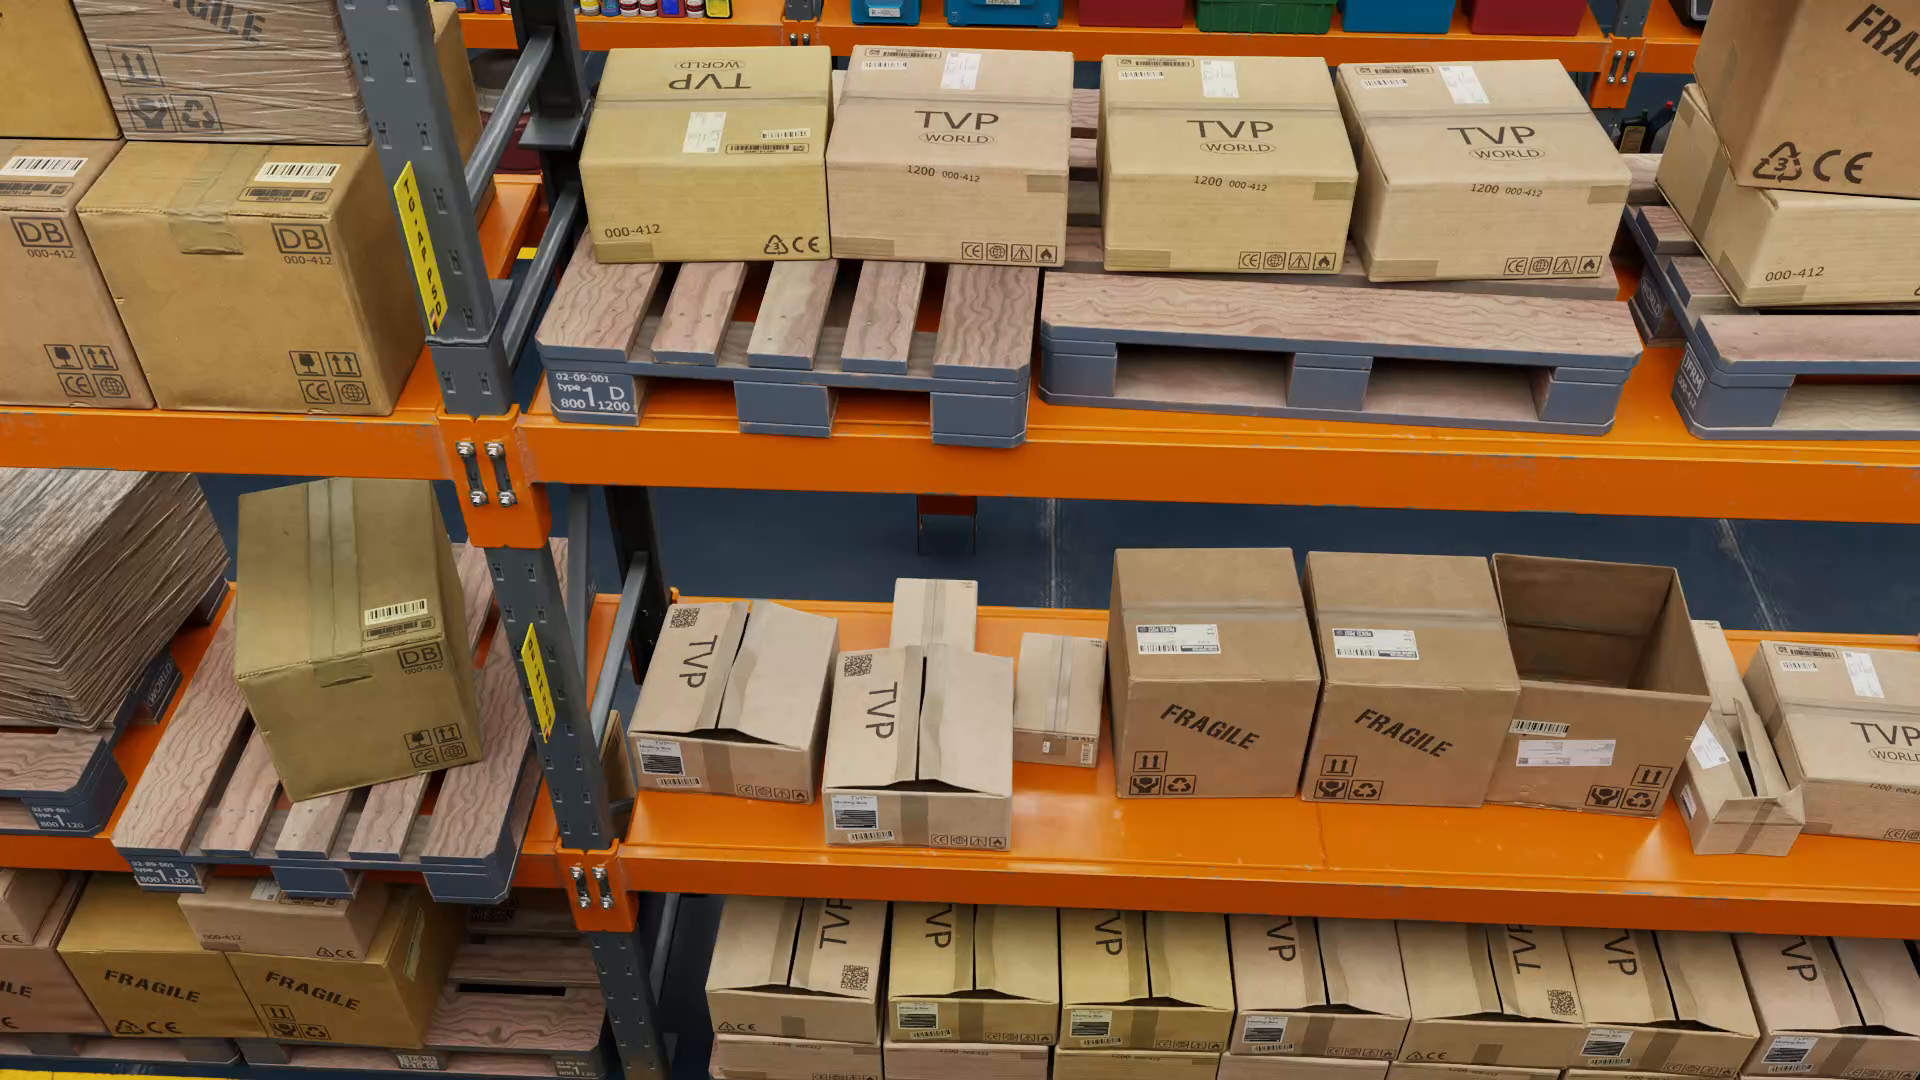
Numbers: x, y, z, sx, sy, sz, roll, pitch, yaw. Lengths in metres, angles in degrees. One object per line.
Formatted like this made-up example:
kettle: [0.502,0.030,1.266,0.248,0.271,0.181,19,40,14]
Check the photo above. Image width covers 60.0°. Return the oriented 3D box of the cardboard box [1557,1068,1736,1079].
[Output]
cardboard box: [2.073,1.511,5.221,0.500,0.250,0.500,1,43,1]

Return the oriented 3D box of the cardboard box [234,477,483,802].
cardboard box: [-1.625,0.235,4.501,0.500,0.500,0.700,-12,44,-12]

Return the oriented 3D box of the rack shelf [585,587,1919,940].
rack shelf: [1.008,0.693,4.919,4.000,0.370,1.077,2,43,2]

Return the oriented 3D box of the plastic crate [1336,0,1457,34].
plastic crate: [2.116,-2.698,8.043,0.575,0.384,0.392,2,43,2]

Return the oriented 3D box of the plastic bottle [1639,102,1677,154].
plastic bottle: [3.889,-2.250,9.171,0.185,0.351,0.144,1,43,1]

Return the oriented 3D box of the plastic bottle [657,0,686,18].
plastic bottle: [-1.417,-2.691,8.109,0.133,0.283,0.061,2,43,2]

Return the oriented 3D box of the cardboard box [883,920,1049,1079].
cardboard box: [0.022,1.452,5.286,0.500,0.250,0.500,1,43,1]

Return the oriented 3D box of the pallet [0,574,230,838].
pallet: [-2.933,0.382,4.866,1.213,0.211,1.003,2,43,2]

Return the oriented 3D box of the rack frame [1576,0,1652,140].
rack frame: [3.232,-2.882,8.228,0.127,3.000,1.000,2,43,2]

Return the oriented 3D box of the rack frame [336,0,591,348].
rack frame: [-0.990,-1.827,2.695,0.127,3.000,1.000,2,43,2]

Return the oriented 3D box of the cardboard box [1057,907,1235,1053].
cardboard box: [0.554,1.259,5.081,0.500,0.311,0.500,1,43,1]

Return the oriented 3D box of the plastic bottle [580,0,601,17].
plastic bottle: [-1.824,-2.686,8.164,0.097,0.201,0.097,0,43,0]

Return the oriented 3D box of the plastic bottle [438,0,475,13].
plastic bottle: [-2.486,-2.777,8.152,0.185,0.351,0.144,2,43,2]

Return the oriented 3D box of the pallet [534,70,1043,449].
pallet: [-0.308,-0.700,3.824,1.003,0.211,1.213,4,43,4]

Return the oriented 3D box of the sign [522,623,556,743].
sign: [-1.005,0.343,3.975,0.005,0.325,0.100,2,43,2]

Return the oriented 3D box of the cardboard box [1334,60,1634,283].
cardboard box: [1.098,-0.806,3.601,0.500,0.250,0.500,-2,43,-2]

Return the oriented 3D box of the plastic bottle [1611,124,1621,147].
plastic bottle: [3.609,-2.220,9.248,0.097,0.201,0.097,0,43,0]

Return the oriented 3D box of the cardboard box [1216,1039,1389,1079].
cardboard box: [1.054,1.479,5.256,0.500,0.250,0.500,3,43,3]

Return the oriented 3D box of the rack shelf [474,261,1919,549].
rack shelf: [1.008,-0.405,3.896,4.000,0.370,1.077,2,43,2]

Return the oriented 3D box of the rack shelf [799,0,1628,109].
rack shelf: [1.234,-2.680,8.539,4.000,0.370,1.077,2,43,2]

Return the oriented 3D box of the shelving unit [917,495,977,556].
shelving unit: [-0.053,-0.386,6.979,0.252,1.050,0.215,2,43,2]

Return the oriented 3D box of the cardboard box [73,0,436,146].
cardboard box: [-1.426,-1.149,3.361,0.500,0.500,0.500,2,43,2]

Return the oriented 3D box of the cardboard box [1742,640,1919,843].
cardboard box: [2.512,0.561,4.643,0.500,0.250,0.500,4,43,5]

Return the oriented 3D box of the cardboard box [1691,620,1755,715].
cardboard box: [2.130,0.417,4.872,0.250,0.149,0.380,2,43,2]

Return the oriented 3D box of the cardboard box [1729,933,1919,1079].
cardboard box: [2.588,1.321,5.014,0.500,0.311,0.500,2,43,2]

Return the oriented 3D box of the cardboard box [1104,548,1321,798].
cardboard box: [0.687,0.372,4.662,0.500,0.500,0.500,0,43,0]

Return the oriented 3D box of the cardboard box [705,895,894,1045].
cardboard box: [-0.480,1.232,5.110,0.500,0.311,0.500,3,43,3]

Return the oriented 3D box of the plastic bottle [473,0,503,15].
plastic bottle: [-2.329,-2.719,8.139,0.133,0.283,0.061,2,43,2]

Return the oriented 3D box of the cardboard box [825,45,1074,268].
cardboard box: [-0.010,-0.849,3.647,0.500,0.250,0.500,3,43,3]

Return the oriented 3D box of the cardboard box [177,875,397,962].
cardboard box: [-1.992,0.980,5.044,0.500,0.250,0.500,3,43,4]

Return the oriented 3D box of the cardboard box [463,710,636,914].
cardboard box: [-1.432,0.913,5.665,0.500,0.500,0.500,3,43,4]

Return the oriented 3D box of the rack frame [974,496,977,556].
rack frame: [0.068,-0.382,6.975,0.008,1.050,0.200,2,43,2]

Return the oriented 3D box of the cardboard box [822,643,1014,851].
cardboard box: [-0.106,0.560,4.599,0.500,0.311,0.500,1,43,1]

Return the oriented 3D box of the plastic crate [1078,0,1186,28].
plastic crate: [0.837,-2.770,8.061,0.583,0.464,0.402,2,43,2]

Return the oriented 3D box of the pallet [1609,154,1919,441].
pallet: [2.124,-0.555,3.670,1.217,0.209,0.805,0,43,0]

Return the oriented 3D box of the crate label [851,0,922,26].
crate label: [-0.360,-2.675,8.129,0.416,0.233,0.303,2,43,2]

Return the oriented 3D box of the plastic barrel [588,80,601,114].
plastic barrel: [-1.821,-2.208,9.022,0.421,0.512,0.421,0,43,0]

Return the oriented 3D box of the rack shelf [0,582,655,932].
rack shelf: [-2.988,0.570,5.051,4.000,0.370,1.077,2,43,2]

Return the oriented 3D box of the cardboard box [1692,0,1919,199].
cardboard box: [1.821,-1.027,3.289,0.500,0.500,0.500,6,43,6]

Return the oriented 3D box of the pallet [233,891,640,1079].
pallet: [-1.734,1.340,5.742,1.213,0.211,1.003,2,43,2]

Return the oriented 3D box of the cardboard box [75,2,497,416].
cardboard box: [-1.428,-0.756,3.673,0.500,0.500,0.910,2,43,2]

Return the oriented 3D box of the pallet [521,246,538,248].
pallet: [-2.769,-2.019,9.348,1.213,0.211,1.003,2,43,2]

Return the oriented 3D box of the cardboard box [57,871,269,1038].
cardboard box: [-2.452,1.237,5.318,0.500,0.500,0.500,0,43,0]

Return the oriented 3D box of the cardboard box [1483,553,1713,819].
cardboard box: [1.713,0.404,4.628,0.500,0.500,0.500,5,43,5]

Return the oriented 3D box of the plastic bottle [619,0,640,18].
plastic bottle: [-1.629,-2.680,8.157,0.097,0.201,0.097,0,43,0]

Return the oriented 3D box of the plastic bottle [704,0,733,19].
plastic bottle: [-1.187,-2.684,8.101,0.133,0.283,0.061,2,43,2]

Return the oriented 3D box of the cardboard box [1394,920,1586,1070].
cardboard box: [1.570,1.292,5.045,0.500,0.311,0.500,2,43,2]

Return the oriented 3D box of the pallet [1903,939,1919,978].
pallet: [3.798,1.564,5.501,1.213,0.211,1.003,2,43,2]
